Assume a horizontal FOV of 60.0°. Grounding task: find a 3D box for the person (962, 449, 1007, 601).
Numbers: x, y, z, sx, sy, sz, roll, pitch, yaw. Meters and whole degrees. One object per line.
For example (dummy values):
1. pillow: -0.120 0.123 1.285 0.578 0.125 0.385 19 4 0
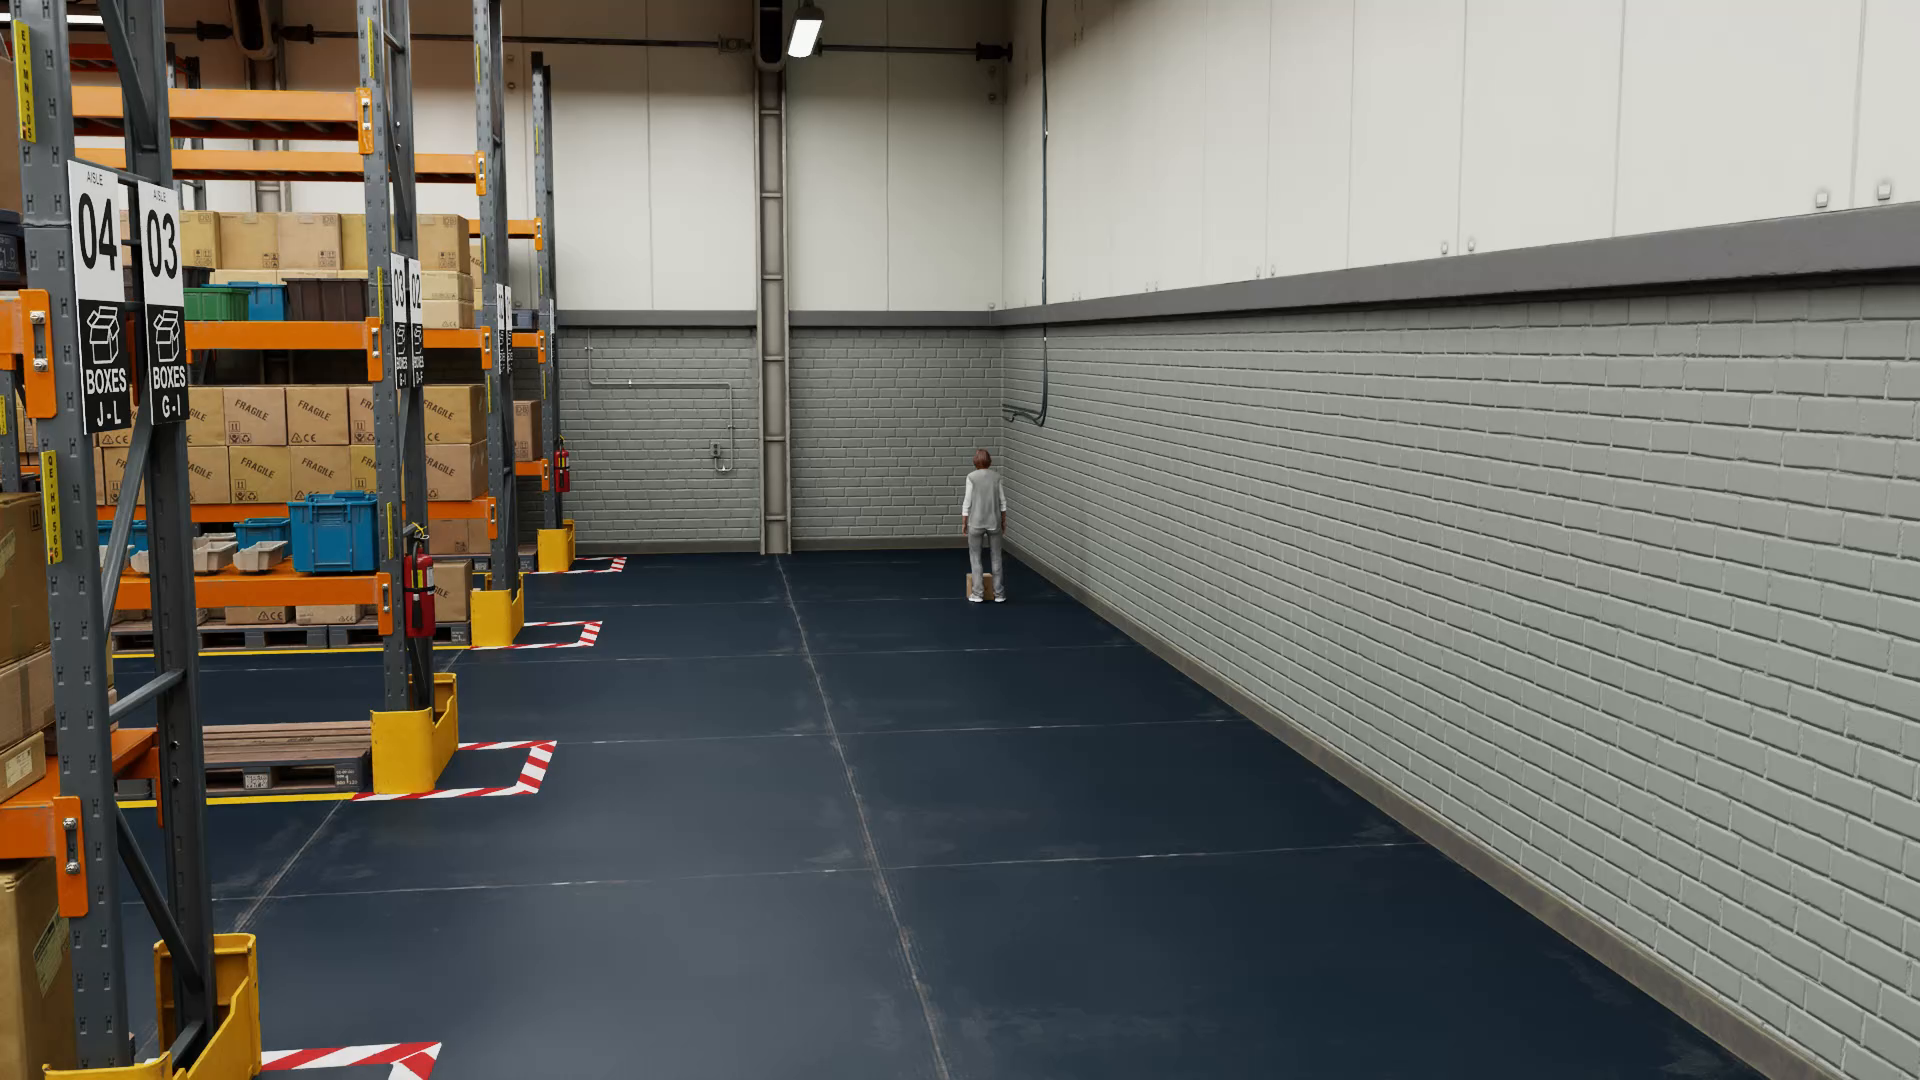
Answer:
1. person: 0.256 -0.146 17.275 0.477 1.592 0.367 -1 7 -10
